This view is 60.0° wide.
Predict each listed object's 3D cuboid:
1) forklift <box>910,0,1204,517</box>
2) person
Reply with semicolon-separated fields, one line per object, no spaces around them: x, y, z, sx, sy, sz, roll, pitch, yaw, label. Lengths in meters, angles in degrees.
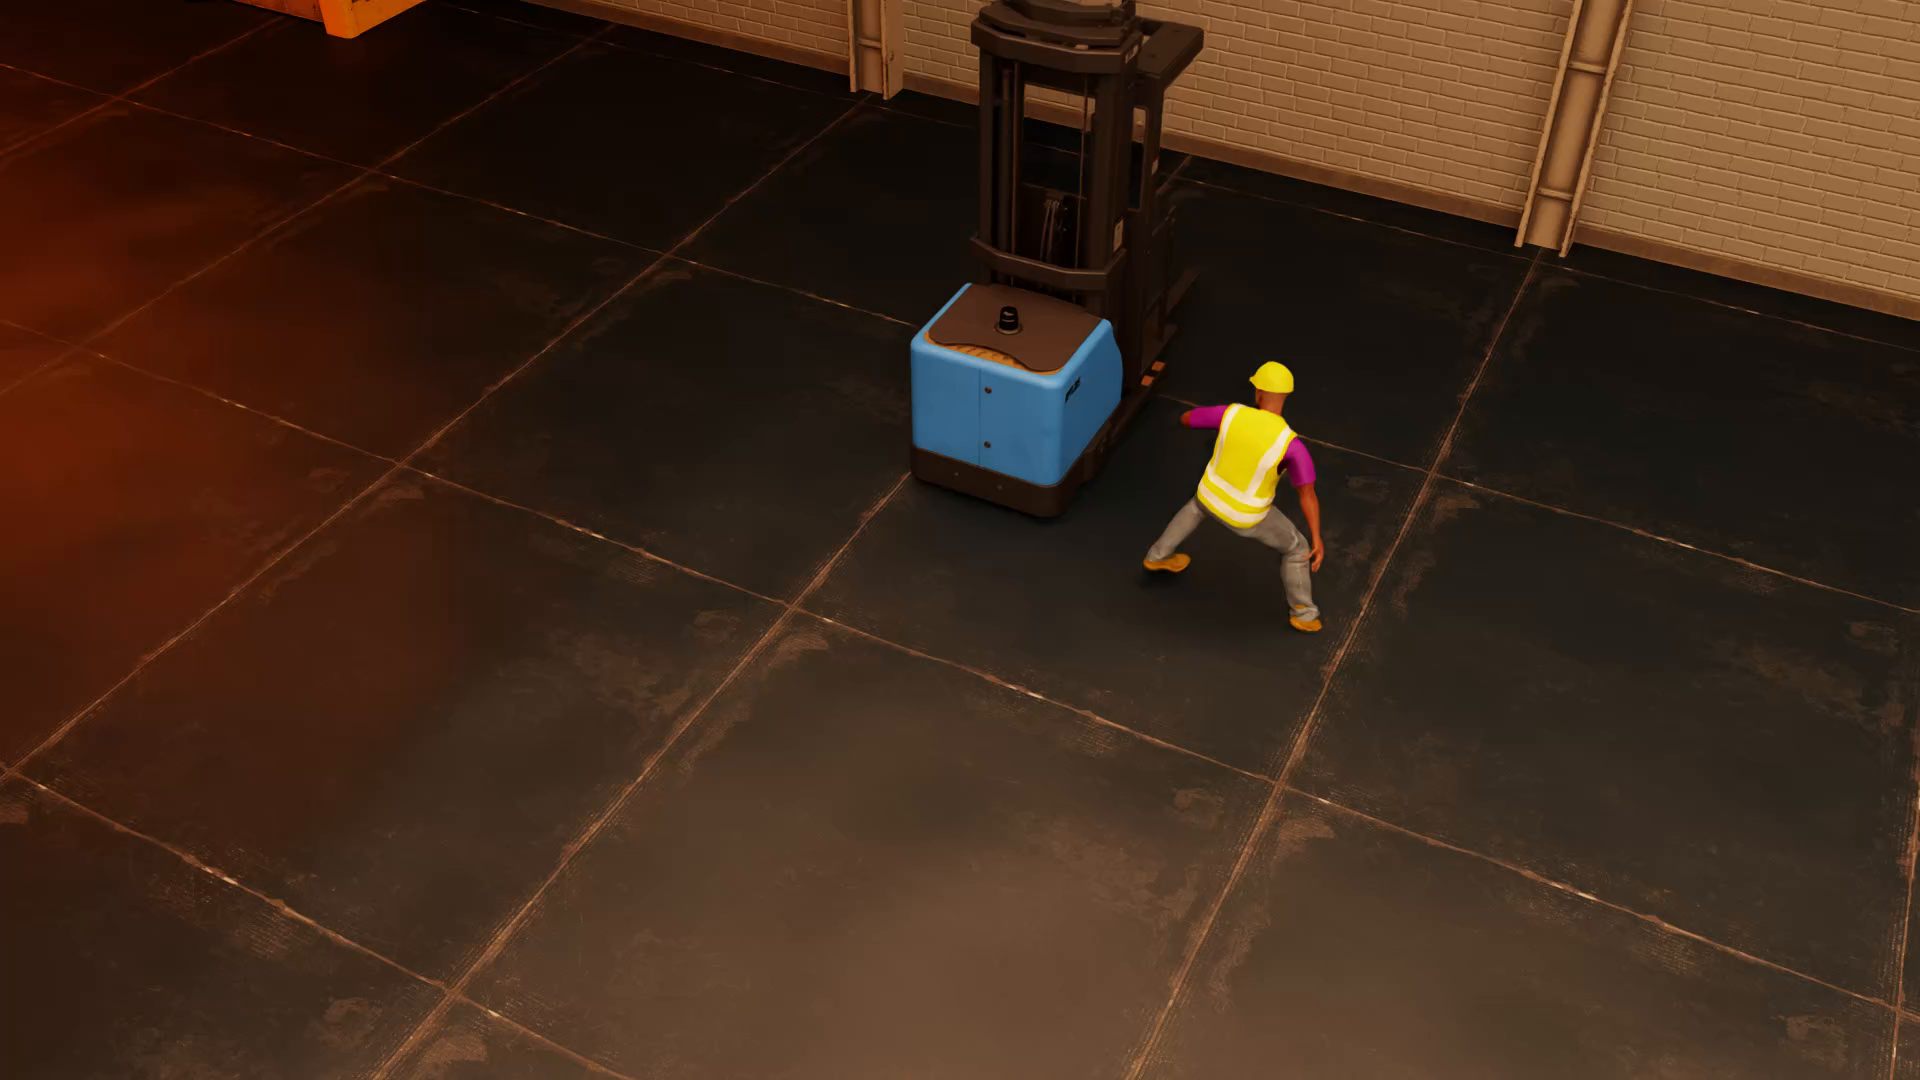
0.802;-2.203;10.603;1.130;2.935;3.031;18;43;20;forklift
1.648;-0.259;9.272;0.523;1.540;1.183;-32;49;-32;person
